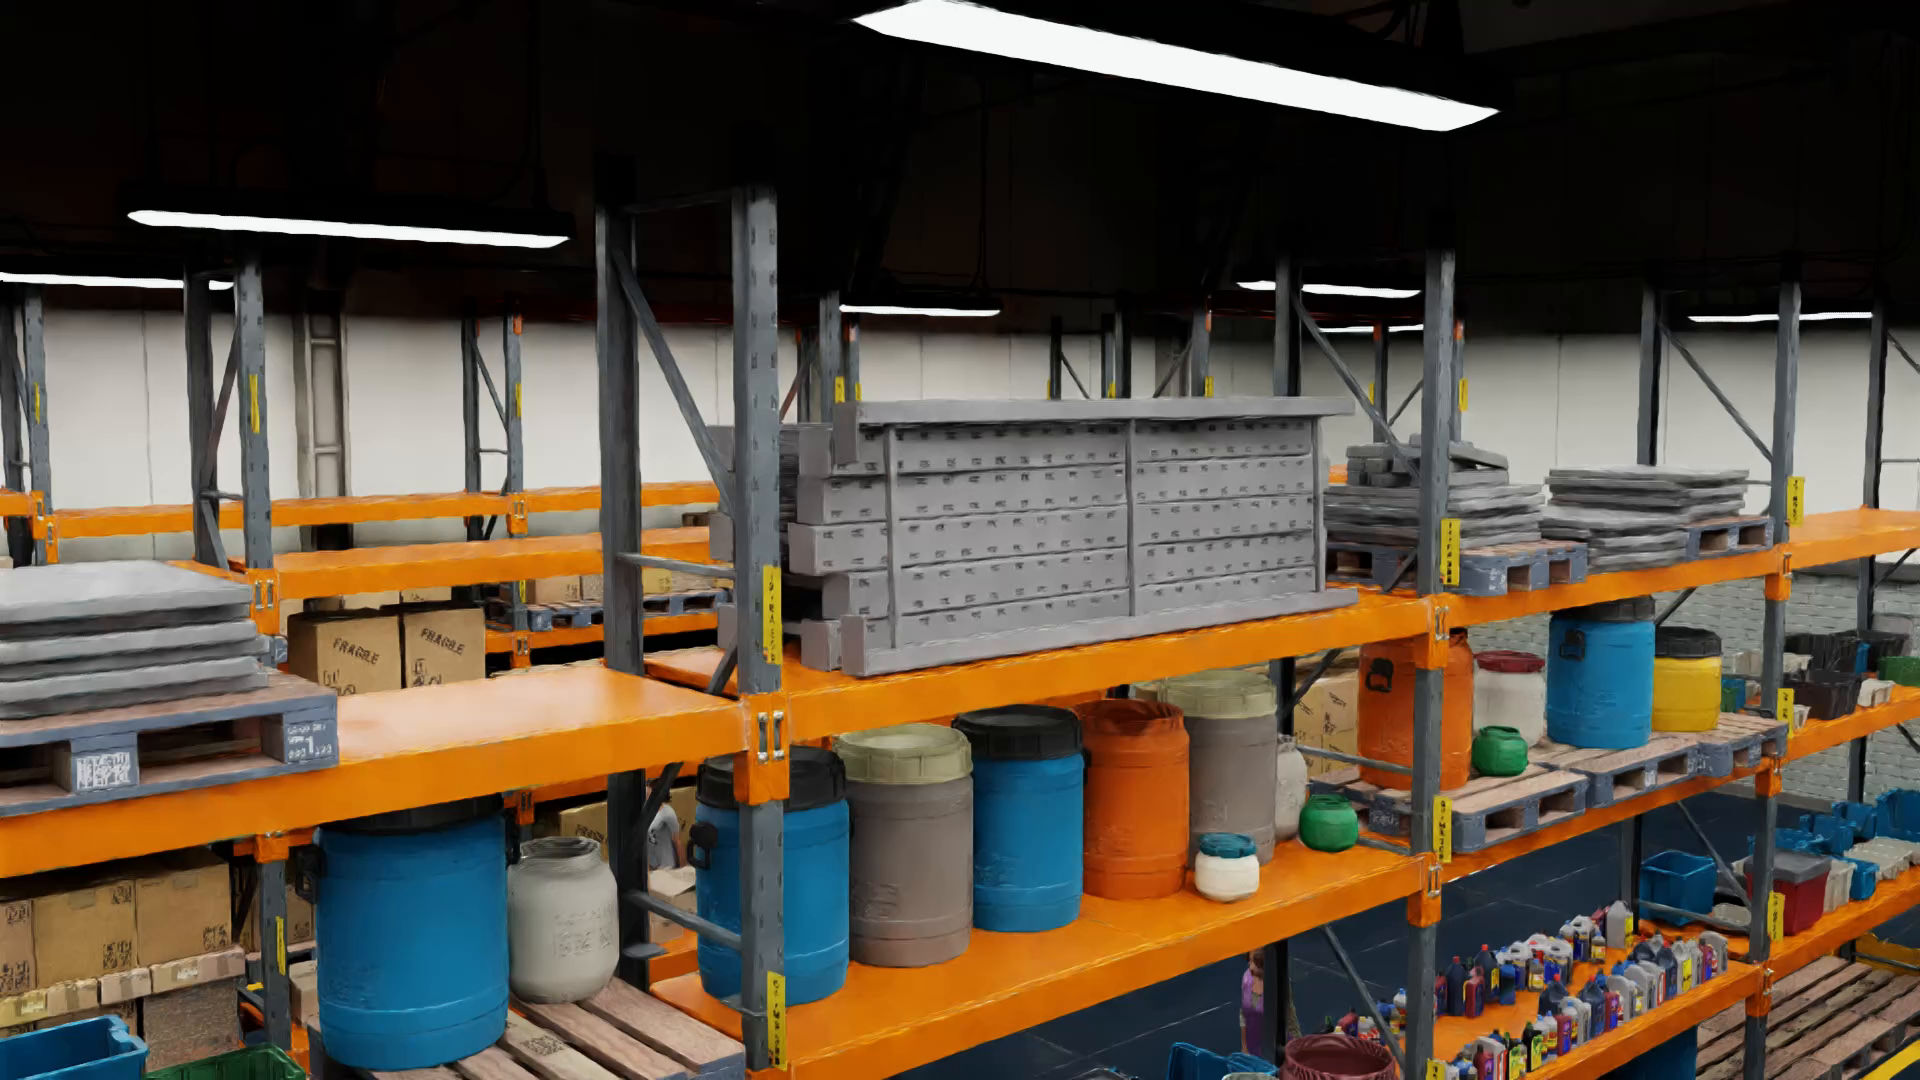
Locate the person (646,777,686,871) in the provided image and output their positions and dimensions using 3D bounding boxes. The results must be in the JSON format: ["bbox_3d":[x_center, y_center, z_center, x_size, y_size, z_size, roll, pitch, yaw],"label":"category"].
[{"bbox_3d":[-2.743,2.925,15.088,1.097,1.585,0.449,-5,7,-42],"label":"person"}]

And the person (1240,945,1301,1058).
[{"bbox_3d":[2.027,3.360,10.979,1.037,1.517,0.417,-4,7,-38],"label":"person"}]
